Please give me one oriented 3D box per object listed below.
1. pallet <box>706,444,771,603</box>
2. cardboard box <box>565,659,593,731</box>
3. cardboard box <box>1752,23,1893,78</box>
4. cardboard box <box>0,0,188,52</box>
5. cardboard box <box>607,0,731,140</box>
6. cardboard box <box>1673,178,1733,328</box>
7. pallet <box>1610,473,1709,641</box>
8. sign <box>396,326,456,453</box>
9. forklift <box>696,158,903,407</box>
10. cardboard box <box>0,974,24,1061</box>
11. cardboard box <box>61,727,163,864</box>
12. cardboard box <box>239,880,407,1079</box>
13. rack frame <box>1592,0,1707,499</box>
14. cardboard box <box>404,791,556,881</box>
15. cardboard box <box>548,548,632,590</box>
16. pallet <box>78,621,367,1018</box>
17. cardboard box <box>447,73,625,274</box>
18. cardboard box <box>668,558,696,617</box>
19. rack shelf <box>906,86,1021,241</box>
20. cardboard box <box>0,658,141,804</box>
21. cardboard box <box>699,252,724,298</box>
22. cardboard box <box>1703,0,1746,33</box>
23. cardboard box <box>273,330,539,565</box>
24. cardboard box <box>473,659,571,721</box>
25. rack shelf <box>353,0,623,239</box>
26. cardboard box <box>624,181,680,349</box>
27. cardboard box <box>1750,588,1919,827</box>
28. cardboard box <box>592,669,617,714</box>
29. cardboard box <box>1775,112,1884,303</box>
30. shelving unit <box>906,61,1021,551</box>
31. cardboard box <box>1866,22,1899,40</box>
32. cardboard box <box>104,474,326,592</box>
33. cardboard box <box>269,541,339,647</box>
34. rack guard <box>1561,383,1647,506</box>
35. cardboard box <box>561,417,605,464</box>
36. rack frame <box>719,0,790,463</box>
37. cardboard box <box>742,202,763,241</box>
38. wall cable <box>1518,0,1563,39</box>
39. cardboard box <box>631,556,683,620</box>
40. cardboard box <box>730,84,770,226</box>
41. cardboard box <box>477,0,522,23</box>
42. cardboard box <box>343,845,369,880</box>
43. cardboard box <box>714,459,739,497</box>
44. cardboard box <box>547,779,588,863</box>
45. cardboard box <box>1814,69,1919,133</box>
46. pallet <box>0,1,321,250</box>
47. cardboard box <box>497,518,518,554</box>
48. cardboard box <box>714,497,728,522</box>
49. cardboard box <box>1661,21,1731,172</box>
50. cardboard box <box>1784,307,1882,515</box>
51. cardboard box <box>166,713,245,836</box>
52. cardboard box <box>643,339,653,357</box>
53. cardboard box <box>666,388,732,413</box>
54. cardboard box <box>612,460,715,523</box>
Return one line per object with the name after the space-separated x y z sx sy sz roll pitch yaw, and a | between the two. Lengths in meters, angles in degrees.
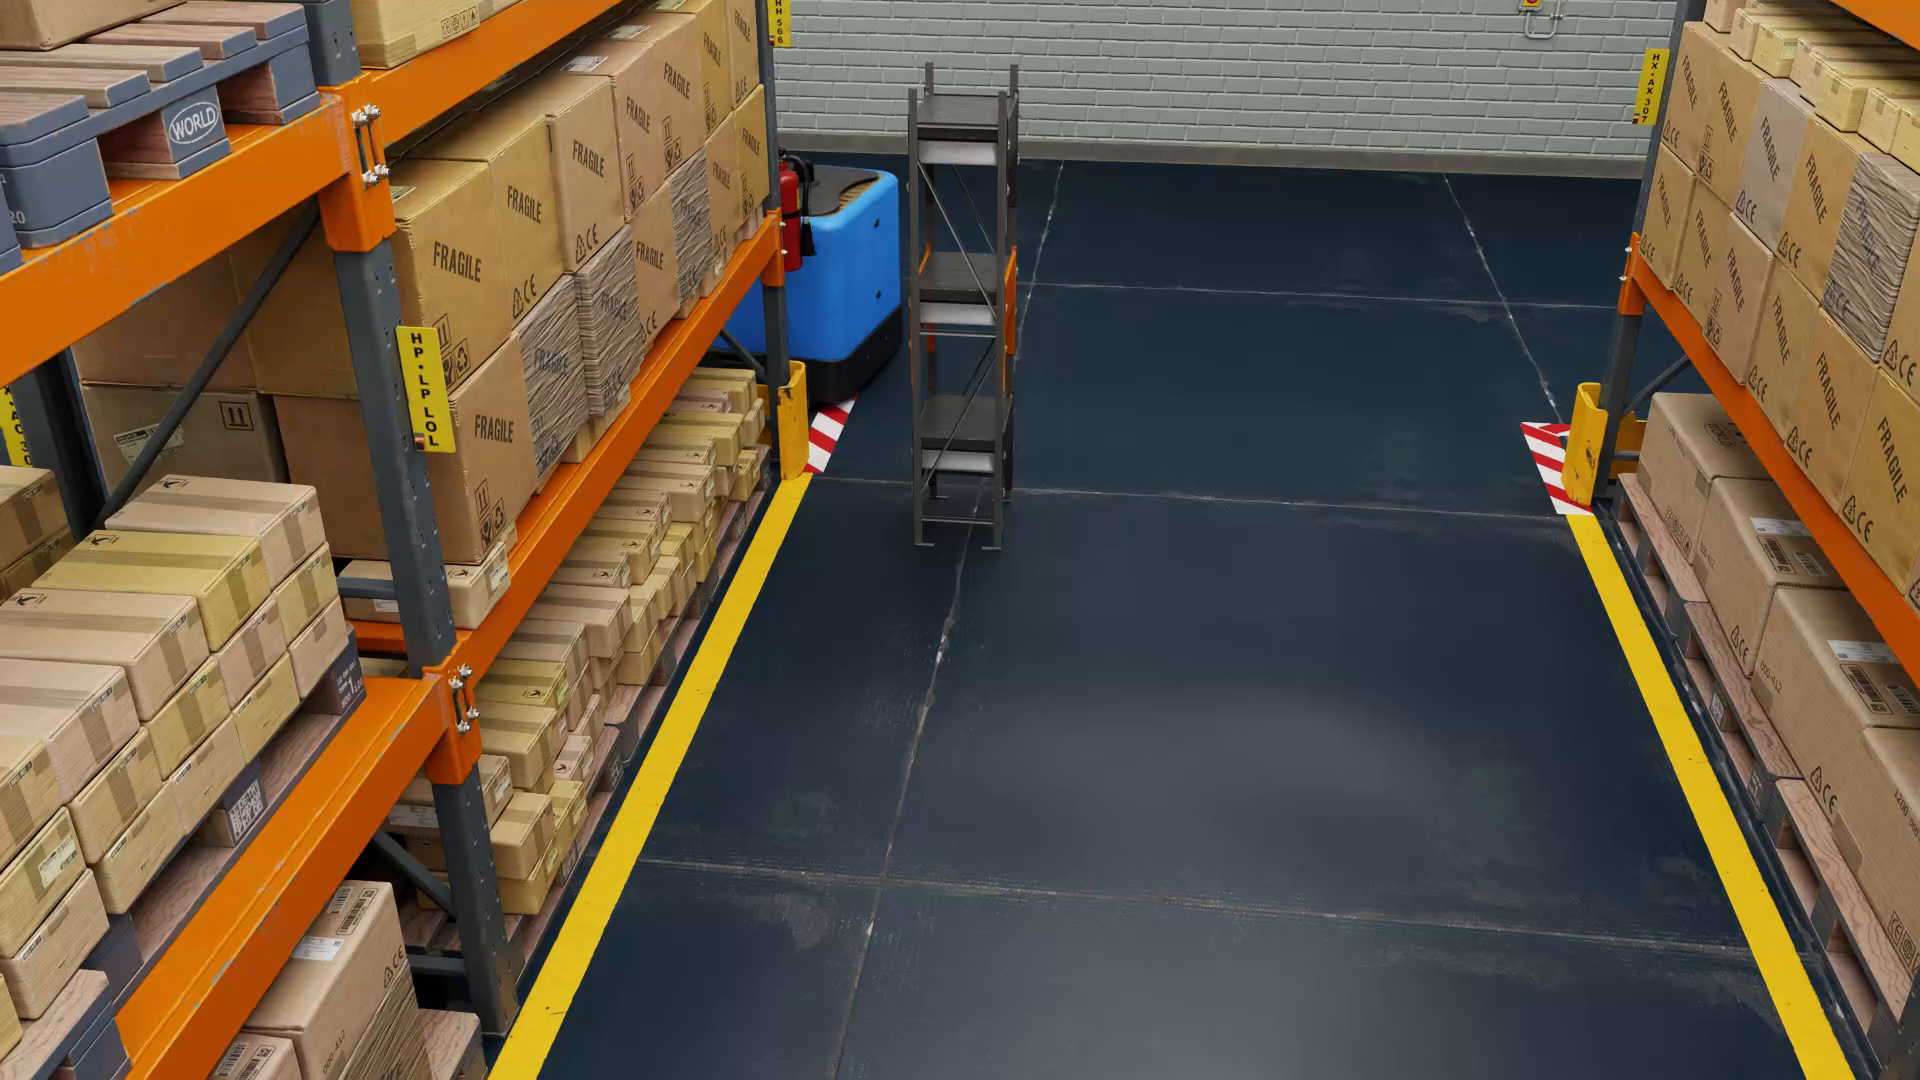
-1.502 -0.123 7.756 1.003 0.211 1.213 3 28 6 | pallet
-1.514 0.535 5.843 0.380 0.149 0.250 2 28 4 | cardboard box
3.127 -1.777 6.043 0.380 0.149 0.250 2 28 5 | cardboard box
-2.004 -1.261 3.218 0.700 0.500 0.500 3 28 6 | cardboard box
-1.229 -1.914 6.666 0.500 0.500 0.500 2 28 4 | cardboard box
3.189 -1.122 6.564 0.500 0.500 0.500 3 28 5 | cardboard box
3.547 0.082 7.375 1.003 0.211 1.213 3 28 6 | pallet
-1.297 -0.363 4.040 0.100 0.325 0.005 3 28 6 | sign
-1.908 -2.407 9.128 3.031 2.935 1.130 9 29 15 | forklift
-1.857 0.854 2.825 0.380 0.149 0.250 5 29 8 | cardboard box
-1.795 0.479 3.206 0.380 0.149 0.250 2 28 5 | cardboard box
-1.689 1.067 4.009 0.500 0.250 0.500 3 28 5 | cardboard box
3.567 -1.527 7.421 1.000 3.000 0.127 3 28 6 | rack frame
-1.486 0.903 5.160 0.380 0.149 0.250 5 29 9 | cardboard box
-1.453 0.154 6.237 0.380 0.149 0.250 2 28 4 | cardboard box
-2.086 0.552 3.765 1.003 0.211 1.213 3 28 6 | pallet
-1.410 -1.178 5.300 0.500 0.500 0.500 4 29 7 | cardboard box
-1.304 0.178 6.820 0.380 0.149 0.250 4 29 7 | cardboard box
0.020 -1.607 7.071 0.431 0.518 0.480 3 28 6 | rack shelf
-1.801 0.352 3.129 0.380 0.149 0.250 3 28 6 | cardboard box
-1.209 -1.131 6.952 0.380 0.149 0.250 4 29 8 | cardboard box
3.249 -2.145 6.726 0.380 0.149 0.250 4 29 7 | cardboard box
-1.537 -0.277 4.683 0.500 0.500 0.500 3 28 5 | cardboard box
-1.526 0.526 5.546 0.380 0.149 0.250 3 28 5 | cardboard box
-1.603 -1.829 5.578 1.077 0.370 4.000 3 28 6 | rack shelf
-1.350 -1.000 6.024 0.500 0.500 0.500 5 29 9 | cardboard box
3.369 0.589 5.754 0.875 0.438 0.875 3 28 5 | cardboard box
-1.494 0.537 6.153 0.380 0.149 0.250 2 28 4 | cardboard box
3.054 -1.080 5.433 0.500 0.500 0.500 3 29 6 | cardboard box
0.020 -1.002 7.397 0.431 2.100 0.503 3 28 6 | shelving unit
3.714 -1.995 6.447 0.380 0.149 0.250 4 29 7 | cardboard box
-1.704 -0.020 3.819 0.380 0.149 0.250 5 29 9 | cardboard box
-1.701 0.110 3.892 0.380 0.149 0.250 4 29 8 | cardboard box
3.570 -0.437 8.035 1.175 0.500 0.348 3 28 6 | rack guard
-1.415 -0.385 5.566 0.380 0.149 0.250 4 29 7 | cardboard box
-1.358 -1.767 7.867 1.000 3.000 0.127 3 28 6 | rack frame
-1.118 -1.486 7.611 0.380 0.149 0.250 3 28 6 | cardboard box
4.235 -4.643 12.102 0.585 1.953 0.123 3 28 6 | wall cable
-1.308 0.178 6.507 0.380 0.149 0.250 4 29 7 | cardboard box
-1.158 -1.715 7.352 0.500 0.500 0.500 4 29 7 | cardboard box
-1.477 -1.577 4.511 0.500 0.250 0.500 3 28 5 | cardboard box
-2.138 0.982 5.328 0.380 0.149 0.250 4 29 7 | cardboard box
-1.201 -0.318 7.427 0.380 0.149 0.250 2 28 4 | cardboard box
-1.452 0.908 5.464 0.380 0.149 0.250 4 29 8 | cardboard box
3.017 -1.418 5.376 0.380 0.149 0.250 3 28 5 | cardboard box
-2.030 -0.837 3.177 1.213 0.211 1.003 3 28 6 | pallet
-1.531 -0.014 4.877 0.380 0.149 0.250 4 29 8 | cardboard box
-1.265 -0.190 7.504 0.380 0.149 0.250 3 28 6 | cardboard box
3.225 -1.801 6.772 0.500 0.500 0.500 3 28 5 | cardboard box
2.985 -0.401 5.226 0.500 0.500 0.500 3 28 5 | cardboard box
-1.764 0.480 3.519 0.380 0.149 0.250 3 28 6 | cardboard box
-1.379 -0.759 6.261 0.380 0.149 0.250 4 29 7 | cardboard box
-1.259 -0.580 7.599 0.380 0.149 0.250 4 29 7 | cardboard box
-1.237 -0.202 6.899 0.380 0.149 0.250 4 29 8 | cardboard box
